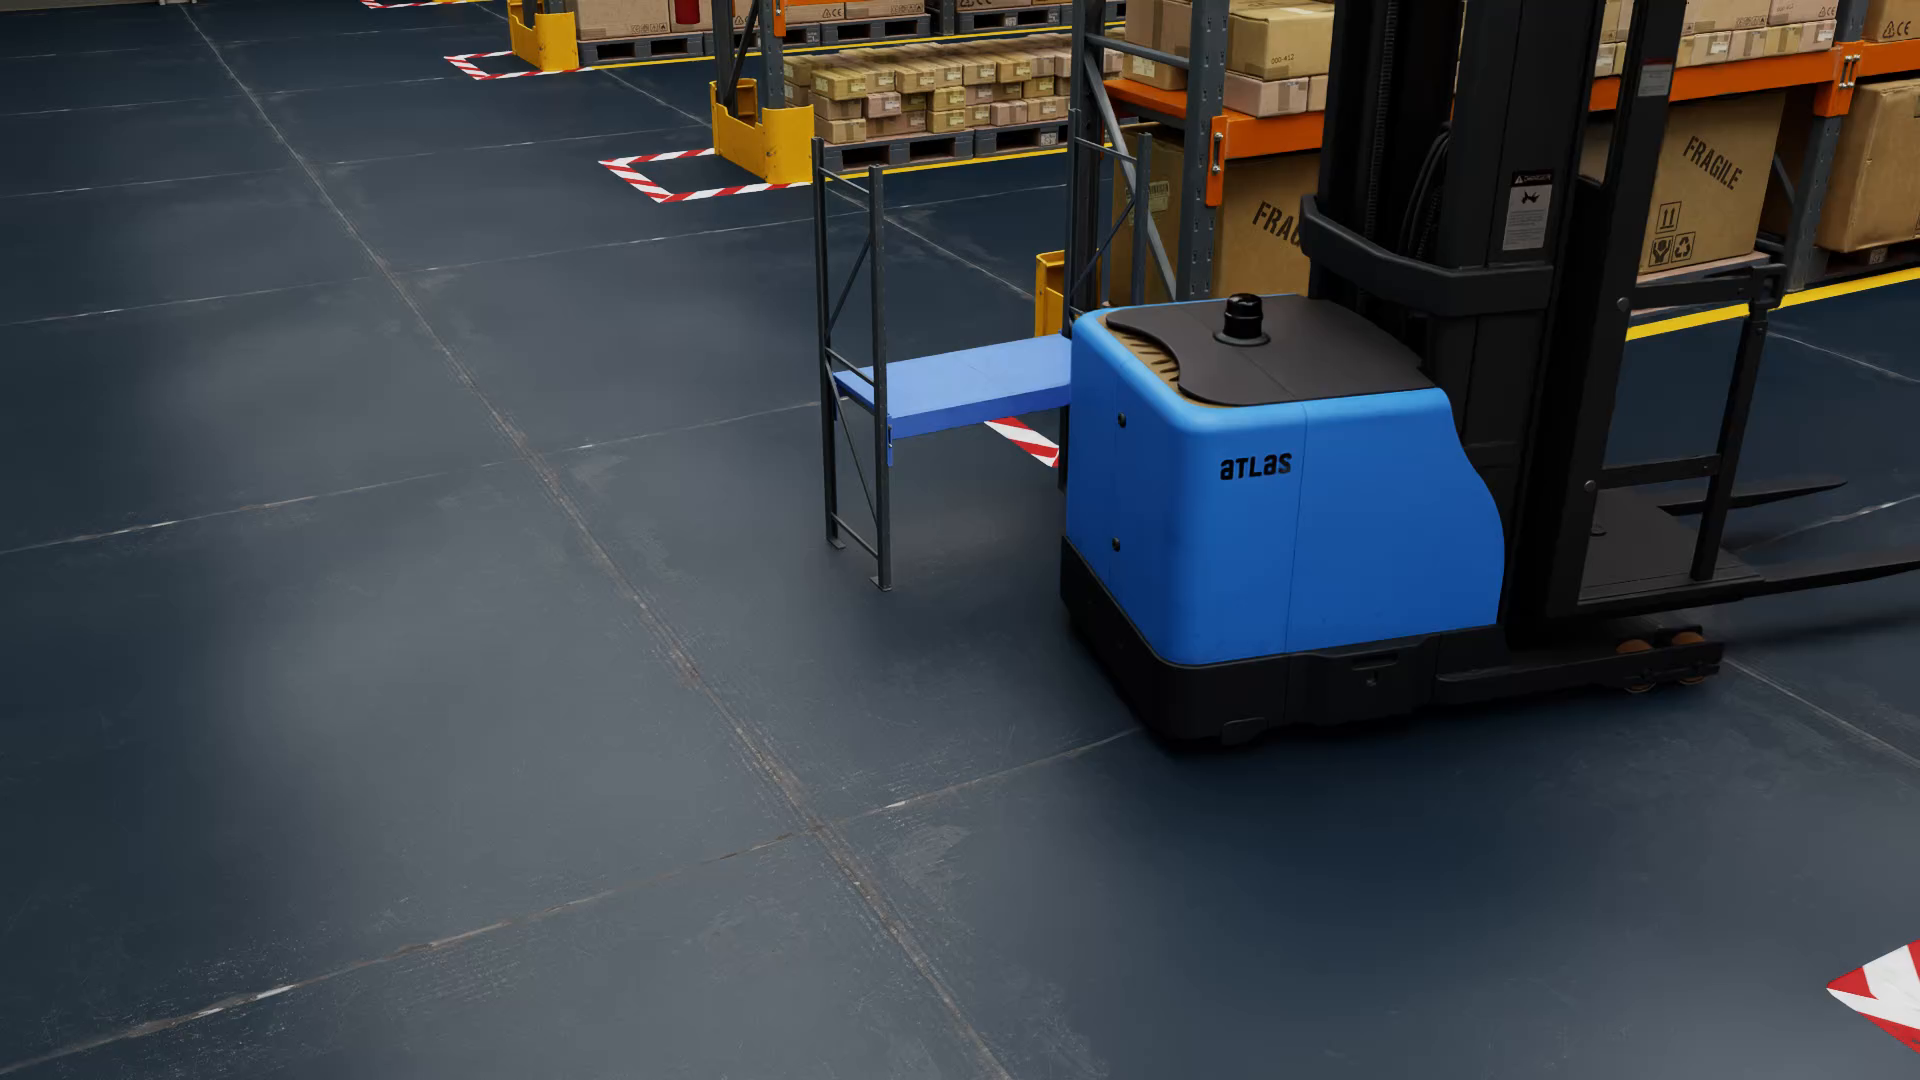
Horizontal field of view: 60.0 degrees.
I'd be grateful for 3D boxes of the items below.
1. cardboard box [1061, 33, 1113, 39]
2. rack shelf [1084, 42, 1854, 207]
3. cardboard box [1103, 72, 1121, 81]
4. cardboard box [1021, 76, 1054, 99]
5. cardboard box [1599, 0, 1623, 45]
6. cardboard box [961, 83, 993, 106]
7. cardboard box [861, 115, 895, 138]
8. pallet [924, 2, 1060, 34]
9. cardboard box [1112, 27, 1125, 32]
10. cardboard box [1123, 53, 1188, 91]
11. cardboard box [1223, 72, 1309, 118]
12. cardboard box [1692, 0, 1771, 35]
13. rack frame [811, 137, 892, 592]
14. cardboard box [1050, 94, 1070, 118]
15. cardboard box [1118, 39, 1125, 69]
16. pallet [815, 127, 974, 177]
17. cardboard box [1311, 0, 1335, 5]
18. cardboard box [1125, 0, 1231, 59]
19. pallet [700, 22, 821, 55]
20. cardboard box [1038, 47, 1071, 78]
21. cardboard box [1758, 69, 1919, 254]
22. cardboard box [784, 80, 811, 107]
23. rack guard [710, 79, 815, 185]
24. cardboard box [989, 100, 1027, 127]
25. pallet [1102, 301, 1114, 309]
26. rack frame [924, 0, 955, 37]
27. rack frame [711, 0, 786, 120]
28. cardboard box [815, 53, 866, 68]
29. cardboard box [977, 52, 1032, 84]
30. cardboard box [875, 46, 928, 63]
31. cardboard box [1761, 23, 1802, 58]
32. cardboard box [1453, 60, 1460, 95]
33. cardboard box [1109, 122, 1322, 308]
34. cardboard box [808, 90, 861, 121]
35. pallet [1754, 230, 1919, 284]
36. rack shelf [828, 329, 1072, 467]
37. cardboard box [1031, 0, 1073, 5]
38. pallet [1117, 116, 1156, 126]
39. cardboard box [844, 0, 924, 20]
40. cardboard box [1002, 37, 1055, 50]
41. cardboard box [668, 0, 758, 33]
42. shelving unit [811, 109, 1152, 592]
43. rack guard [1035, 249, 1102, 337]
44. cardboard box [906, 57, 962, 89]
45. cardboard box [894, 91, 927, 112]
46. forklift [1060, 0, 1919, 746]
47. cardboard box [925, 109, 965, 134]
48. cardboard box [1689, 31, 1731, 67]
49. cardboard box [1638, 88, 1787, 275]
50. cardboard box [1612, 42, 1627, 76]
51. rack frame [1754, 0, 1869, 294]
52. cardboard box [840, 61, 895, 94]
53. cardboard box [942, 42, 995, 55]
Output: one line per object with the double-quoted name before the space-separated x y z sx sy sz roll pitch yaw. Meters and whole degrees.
"cardboard box" 0.980 -3.819 12.861 0.250 0.149 0.380 -14 29 -26
"rack shelf" 2.552 -2.157 8.109 4.000 0.370 1.077 -13 29 -25
"cardboard box" 1.000 -3.462 12.460 0.250 0.149 0.380 -12 28 -24
"cardboard box" 0.498 -3.377 12.283 0.250 0.149 0.380 -12 28 -23
"cardboard box" 2.697 -2.453 7.723 0.500 0.250 0.500 -14 29 -26
"cardboard box" 0.035 -3.255 12.029 0.250 0.149 0.380 -14 29 -28
"cardboard box" -0.652 -2.962 11.763 0.250 0.149 0.380 -13 29 -25
"pallet" 0.299 -5.602 17.675 1.213 0.211 1.003 -13 29 -25
"cardboard box" 1.400 -3.952 13.136 0.250 0.149 0.380 -12 28 -23
"cardboard box" 0.947 -2.159 7.572 0.250 0.149 0.380 -12 28 -24
"cardboard box" 1.256 -1.907 7.047 0.250 0.149 0.380 -13 28 -25
"cardboard box" 3.595 -2.659 8.152 0.500 0.250 0.500 -12 28 -24
"rack frame" -0.373 -0.590 5.746 0.032 1.500 0.500 -13 29 -25
"cardboard box" 0.711 -3.260 12.382 0.250 0.149 0.380 -12 28 -24
"cardboard box" 1.192 -3.660 12.530 0.250 0.149 0.380 -12 28 -23
"pallet" -0.657 -2.899 12.045 1.213 0.211 1.003 -13 29 -25
"cardboard box" 1.794 -2.244 7.287 0.500 0.250 0.500 -13 29 -26
"cardboard box" 1.090 -2.341 7.489 0.500 0.250 0.500 -13 29 -26
"pallet" -2.132 -5.041 16.506 1.213 0.211 1.003 -13 29 -25
"cardboard box" 0.764 -3.510 12.217 0.250 0.149 0.380 -14 29 -27
"cardboard box" 4.872 -2.258 9.458 0.875 0.875 1.225 -13 29 -25
"cardboard box" -1.126 -3.244 12.005 0.250 0.149 0.380 -14 29 -26
"rack guard" -1.390 -2.878 11.666 0.348 0.500 1.175 -13 29 -25
"cardboard box" 0.282 -3.131 12.115 0.250 0.149 0.380 -15 29 -28
"pallet" 1.456 -1.010 8.110 1.213 0.211 1.003 -13 29 -25
"rack frame" -0.346 -6.674 16.684 0.127 3.000 1.000 -13 29 -25
"rack frame" -1.457 -3.989 11.093 0.127 3.000 1.000 -13 29 -25
"cardboard box" -0.861 -3.395 11.977 0.250 0.149 0.380 -12 28 -24
"cardboard box" 0.317 -3.414 12.016 0.250 0.149 0.380 -13 28 -24
"cardboard box" -0.434 -3.525 12.248 0.250 0.149 0.380 -14 29 -27
"cardboard box" 3.975 -2.536 8.356 0.250 0.149 0.380 -12 28 -24
"cardboard box" 2.162 -2.117 7.484 0.250 0.149 0.380 -14 29 -26
"cardboard box" 1.315 -1.467 7.809 0.875 0.875 0.875 -13 29 -25
"cardboard box" -0.874 -3.036 11.573 0.250 0.149 0.380 -12 28 -23
"pallet" 4.962 -1.818 9.792 1.213 0.211 1.003 -13 29 -25
"rack shelf" 0.075 -0.531 6.039 1.000 0.185 0.538 -13 29 -25
"cardboard box" 0.957 -6.249 17.769 0.875 0.875 0.875 -12 28 -24
"pallet" 1.496 -3.396 13.080 1.213 0.211 1.003 -13 29 -25
"cardboard box" -0.951 -5.621 16.967 0.875 0.438 0.875 -13 29 -26
"cardboard box" 0.516 -3.712 12.636 0.250 0.149 0.380 -14 29 -27
"cardboard box" -2.537 -5.255 16.205 0.875 0.438 0.875 -12 28 -24
"shelving unit" 0.075 -0.693 5.962 1.048 1.500 0.538 -13 29 -25
"rack guard" 0.766 -0.942 7.635 0.348 0.500 1.175 -13 29 -25
"cardboard box" -0.186 -3.325 11.831 0.250 0.149 0.380 -15 29 -28
"cardboard box" -0.432 -3.154 11.818 0.250 0.149 0.380 -13 28 -24
"forklift" 1.917 -1.052 5.055 3.031 2.935 1.130 -7 26 -14
"cardboard box" -0.159 -3.026 11.895 0.250 0.149 0.380 -13 28 -24
"cardboard box" 3.522 -2.431 8.139 0.250 0.149 0.380 -12 28 -24
"cardboard box" 3.697 -2.017 8.954 0.875 0.875 0.875 -13 29 -25
"cardboard box" 3.068 -2.327 7.920 0.250 0.149 0.380 -13 29 -26
"rack frame" 4.317 -2.889 8.801 0.127 3.000 1.000 -13 29 -25
"cardboard box" -0.648 -3.240 11.655 0.250 0.149 0.380 -12 28 -24
"cardboard box" 0.062 -3.612 12.429 0.250 0.149 0.380 -14 29 -27
